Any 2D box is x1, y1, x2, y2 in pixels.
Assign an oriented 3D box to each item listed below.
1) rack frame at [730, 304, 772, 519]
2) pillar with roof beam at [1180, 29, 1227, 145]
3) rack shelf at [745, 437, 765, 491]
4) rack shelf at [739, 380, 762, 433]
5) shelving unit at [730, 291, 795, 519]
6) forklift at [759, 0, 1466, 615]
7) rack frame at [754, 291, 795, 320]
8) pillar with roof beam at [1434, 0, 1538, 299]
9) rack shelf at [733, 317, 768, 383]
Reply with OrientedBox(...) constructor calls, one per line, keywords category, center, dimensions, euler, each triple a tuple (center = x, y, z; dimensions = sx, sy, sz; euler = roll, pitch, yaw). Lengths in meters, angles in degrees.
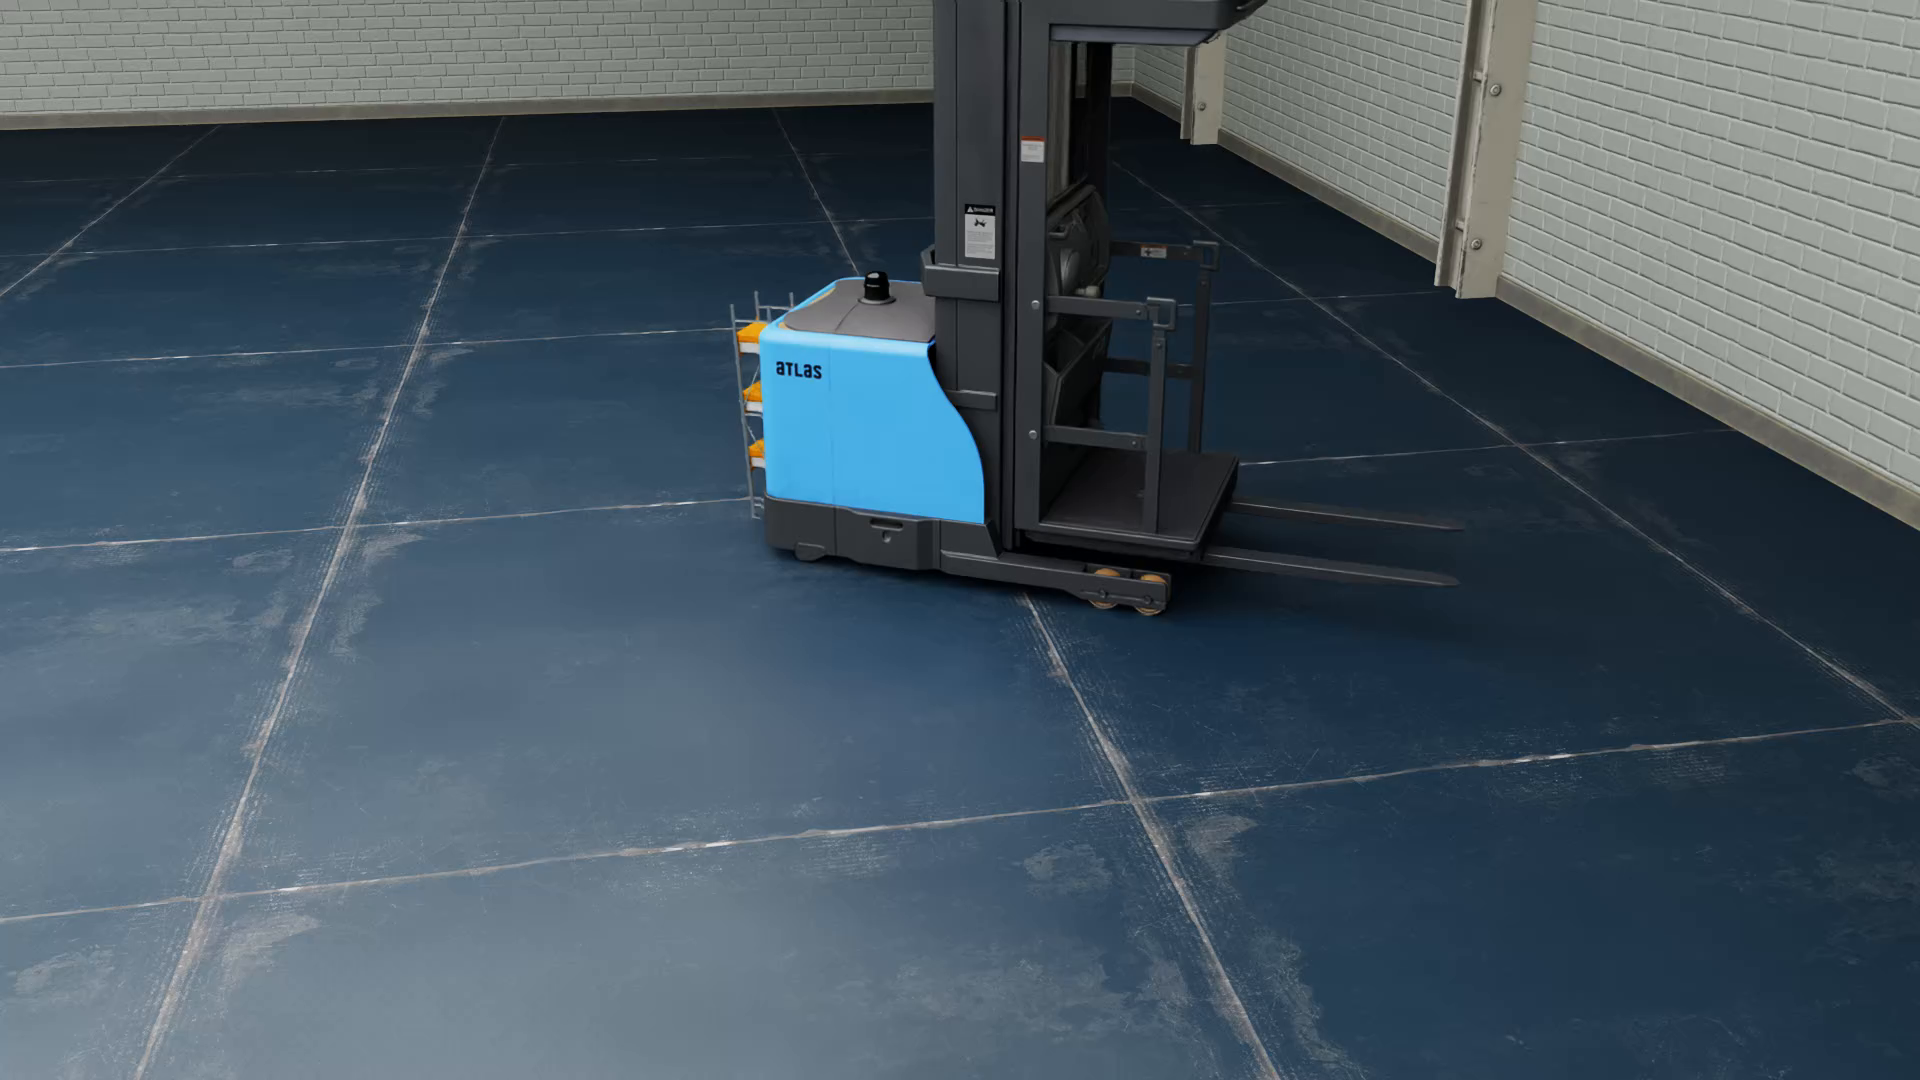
OrientedBox(category="rack frame", center=(-0.928, -0.581, 7.753), dimensions=(0.200, 1.050, 0.008), euler=(5, 24, 20))
OrientedBox(category="pillar with roof beam", center=(-1.744, -7.939, 14.685), dimensions=(9.100, 9.000, 0.400), euler=(-4, 24, -10))
OrientedBox(category="rack shelf", center=(-0.872, -0.360, 7.969), dimensions=(0.215, 0.259, 0.240), euler=(5, 24, 20))
OrientedBox(category="rack shelf", center=(-0.885, -0.617, 7.863), dimensions=(0.215, 0.259, 0.240), euler=(5, 24, 20))
OrientedBox(category="shelving unit", center=(-0.886, -0.626, 7.858), dimensions=(0.215, 1.050, 0.252), euler=(5, 24, 20))
OrientedBox(category="forklift", center=(0.690, -1.265, 6.985), dimensions=(3.031, 2.935, 1.130), euler=(7, 25, 16))
OrientedBox(category="rack frame", center=(-0.844, -0.672, 7.963), dimensions=(0.200, 1.050, 0.008), euler=(5, 24, 20))
OrientedBox(category="pillar with roof beam", center=(-0.635, -5.579, 9.281), dimensions=(9.100, 9.000, 0.400), euler=(-4, 24, -10))
OrientedBox(category="rack shelf", center=(-0.899, -0.878, 7.754), dimensions=(0.215, 0.259, 0.240), euler=(5, 24, 20))
